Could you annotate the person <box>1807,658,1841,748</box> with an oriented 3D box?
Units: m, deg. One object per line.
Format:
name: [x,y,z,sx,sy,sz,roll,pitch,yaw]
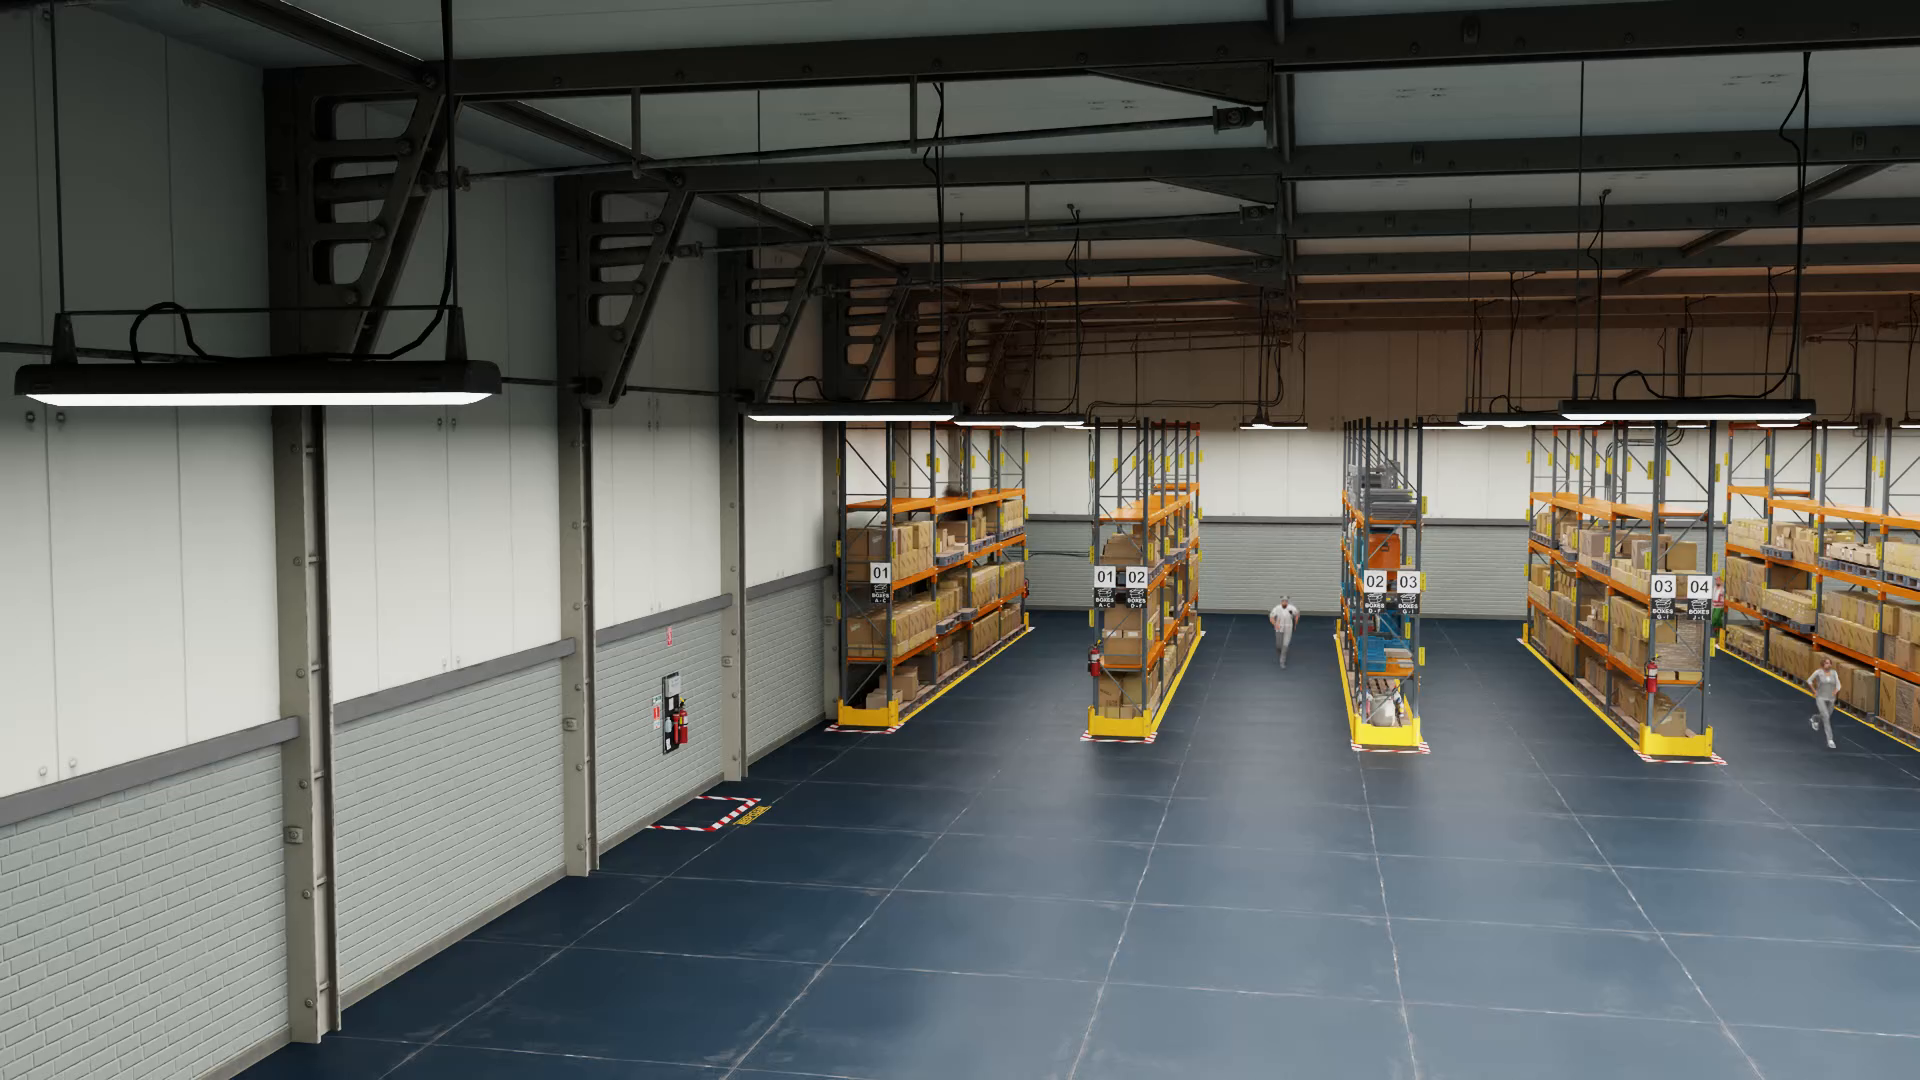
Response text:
person: [15.935,2.953,30.636,0.508,1.592,1.032,0,4,0]

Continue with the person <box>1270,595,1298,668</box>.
person: [7.937,2.215,40.746,0.686,1.776,0.921,1,4,10]

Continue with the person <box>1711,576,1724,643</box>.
person: [20.632,1.891,45.287,0.706,1.821,0.633,-1,4,-17]
